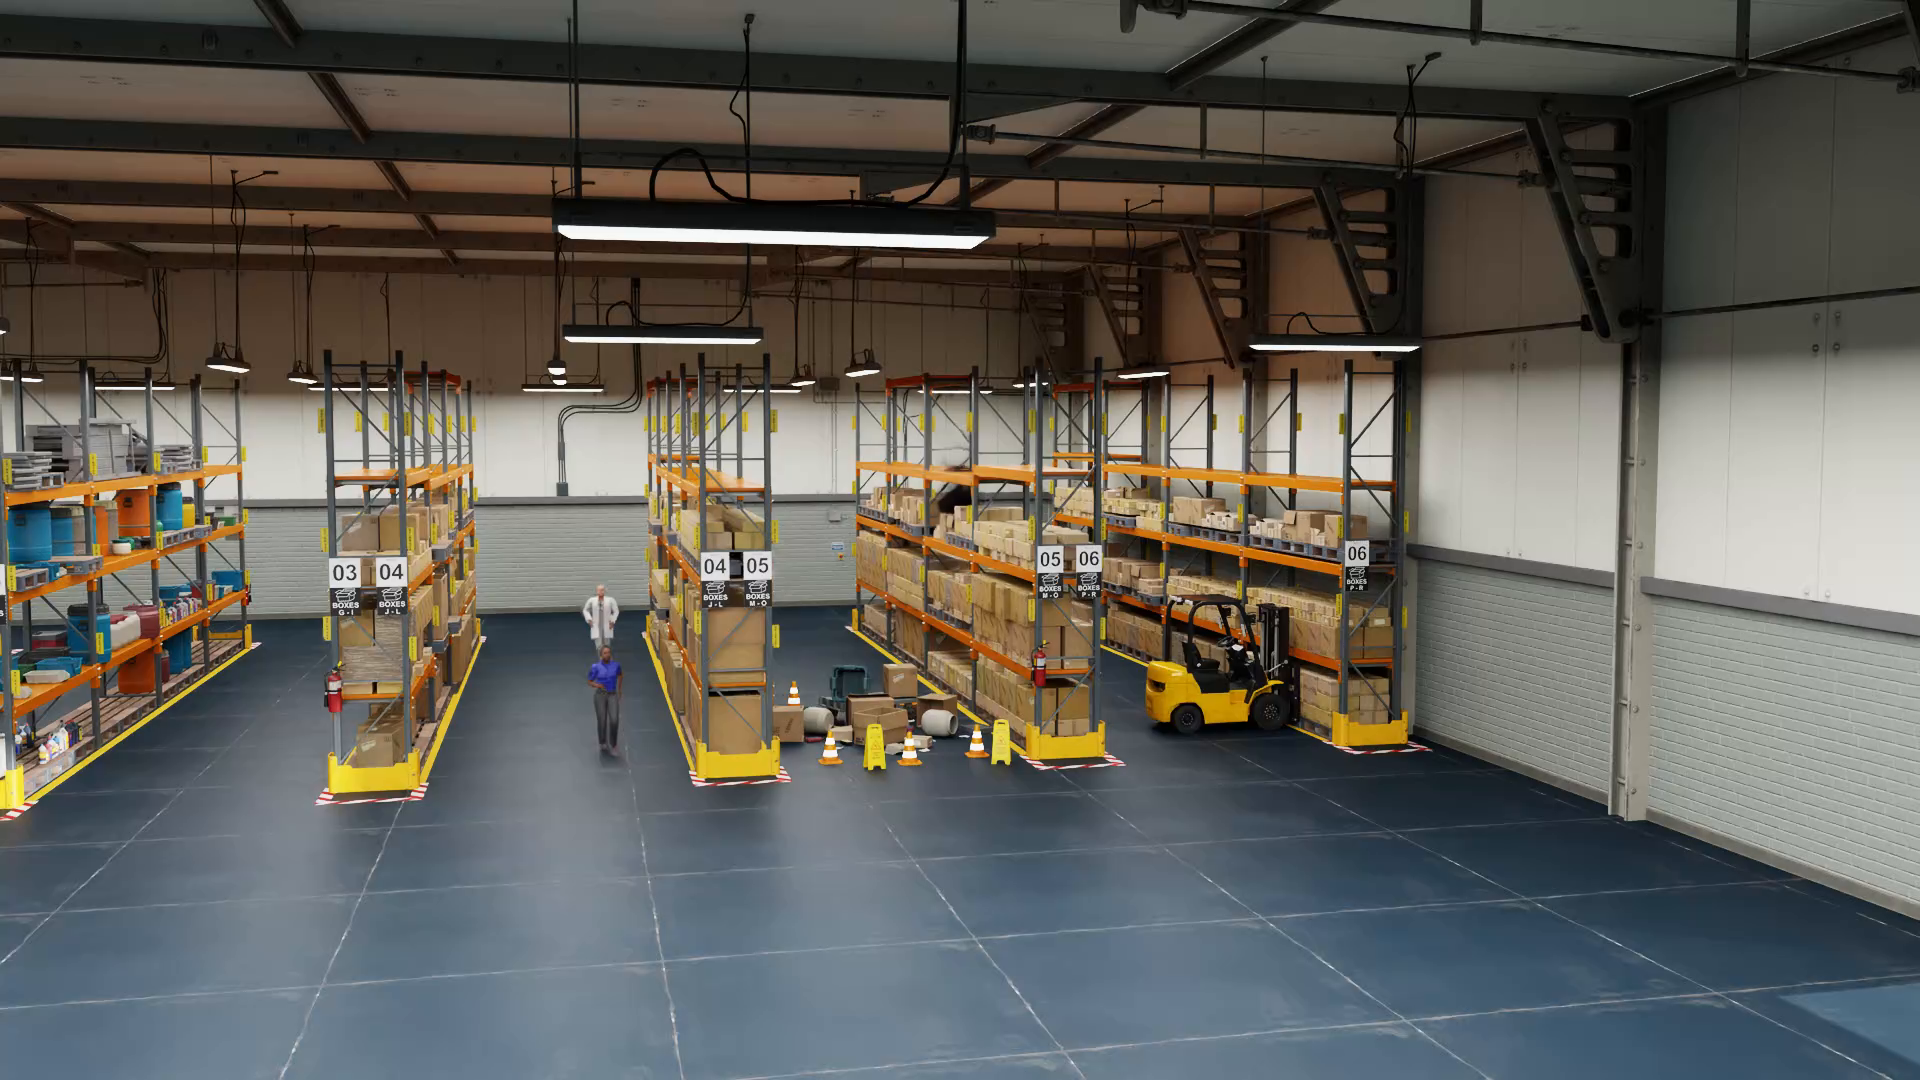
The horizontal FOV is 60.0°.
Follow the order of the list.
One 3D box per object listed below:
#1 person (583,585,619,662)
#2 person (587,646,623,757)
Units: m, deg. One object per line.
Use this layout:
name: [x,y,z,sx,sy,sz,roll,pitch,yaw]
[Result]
person: [-7.311,1.779,33.851,0.721,1.746,0.639,-1,4,-9]
person: [-5.355,2.446,25.165,0.566,1.704,0.727,-1,4,-18]
